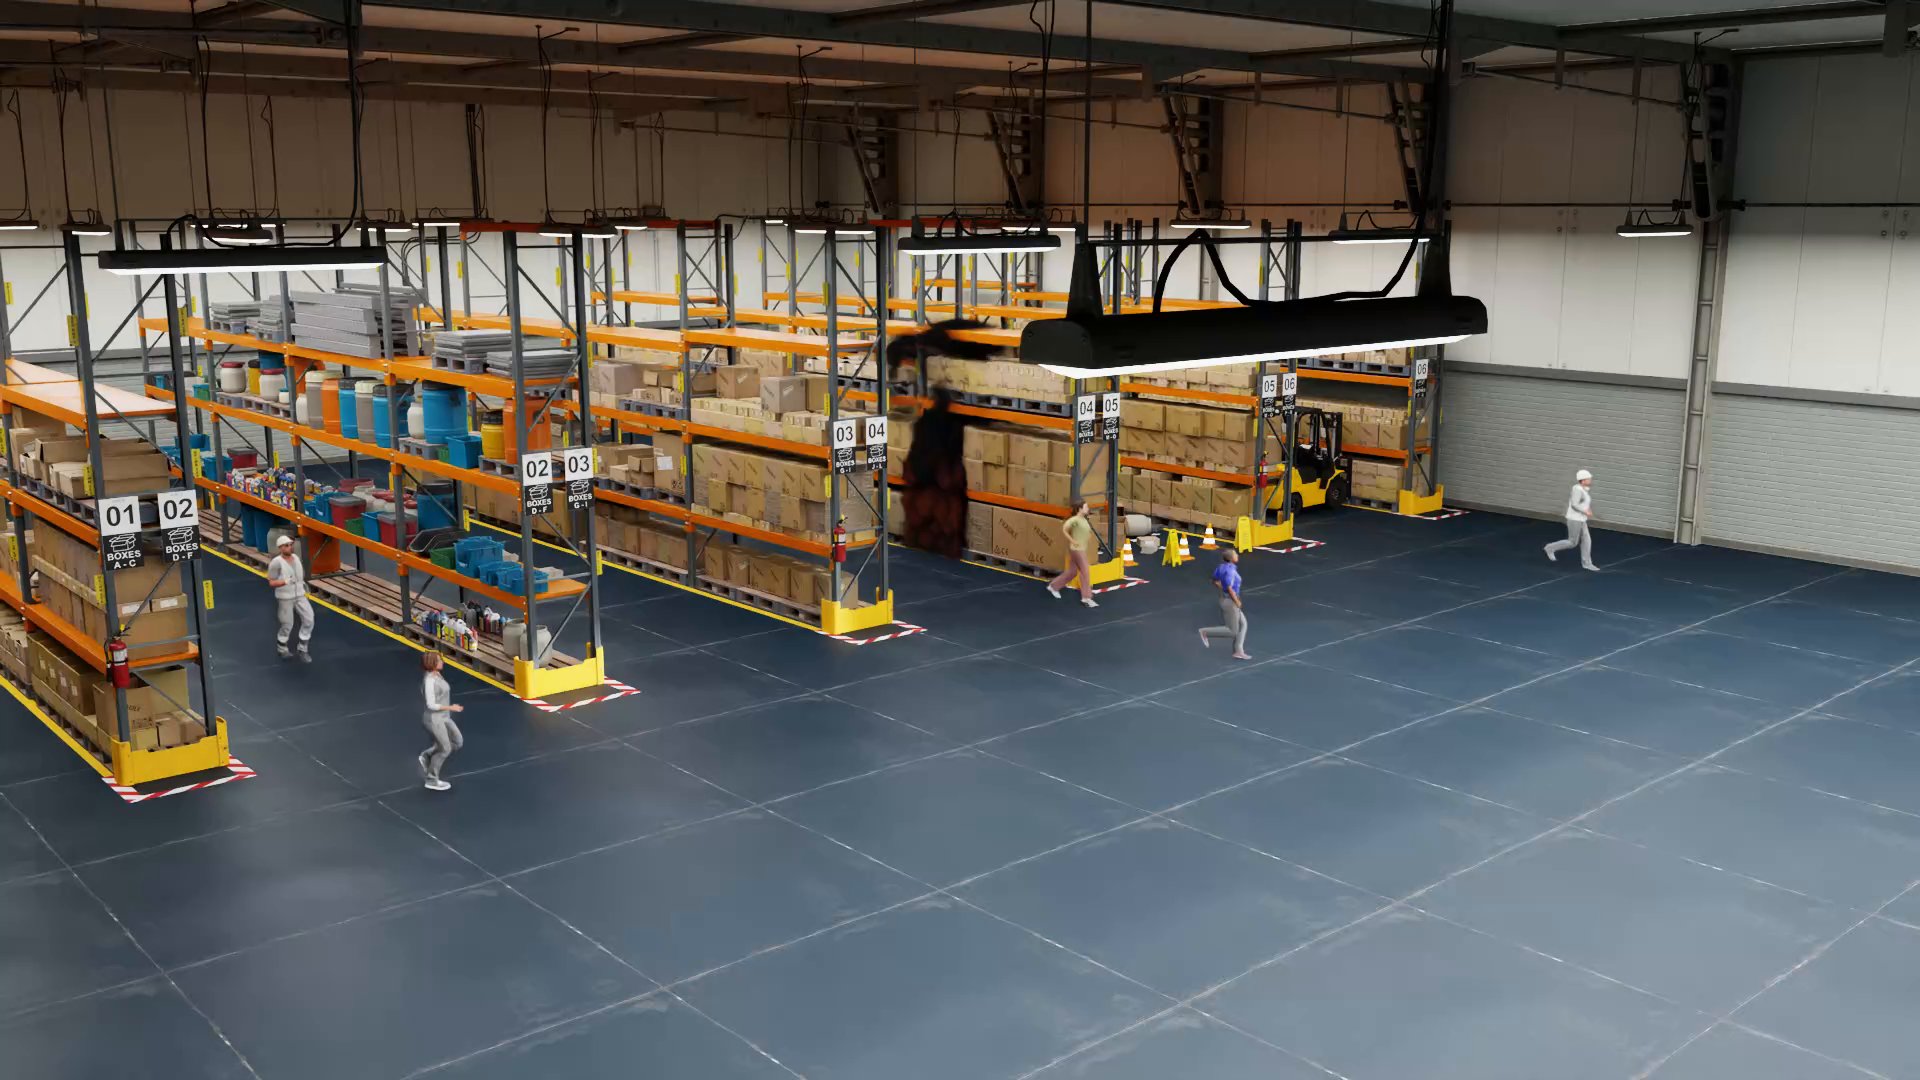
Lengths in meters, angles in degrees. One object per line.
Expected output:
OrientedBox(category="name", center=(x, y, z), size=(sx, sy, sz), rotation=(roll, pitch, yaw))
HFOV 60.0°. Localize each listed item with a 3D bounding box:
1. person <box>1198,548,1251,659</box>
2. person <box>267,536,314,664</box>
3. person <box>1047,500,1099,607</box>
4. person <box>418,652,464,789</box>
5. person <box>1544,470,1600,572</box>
OrientedBox(category="person", center=(3.741, 0.909, 23.413), size=(0.803, 1.619, 0.572), rotation=(-1, 11, -3))
OrientedBox(category="person", center=(-9.309, 0.841, 23.188), size=(0.705, 1.823, 0.632), rotation=(8, 14, 35))
OrientedBox(category="person", center=(1.881, 0.173, 26.788), size=(0.909, 1.666, 0.595), rotation=(4, 12, 21))
OrientedBox(category="person", center=(-5.693, 1.970, 18.199), size=(0.538, 1.561, 0.532), rotation=(-2, 12, -8))
OrientedBox(category="person", center=(10.811, -0.359, 29.227), size=(0.961, 1.768, 0.682), rotation=(6, 13, 26))
